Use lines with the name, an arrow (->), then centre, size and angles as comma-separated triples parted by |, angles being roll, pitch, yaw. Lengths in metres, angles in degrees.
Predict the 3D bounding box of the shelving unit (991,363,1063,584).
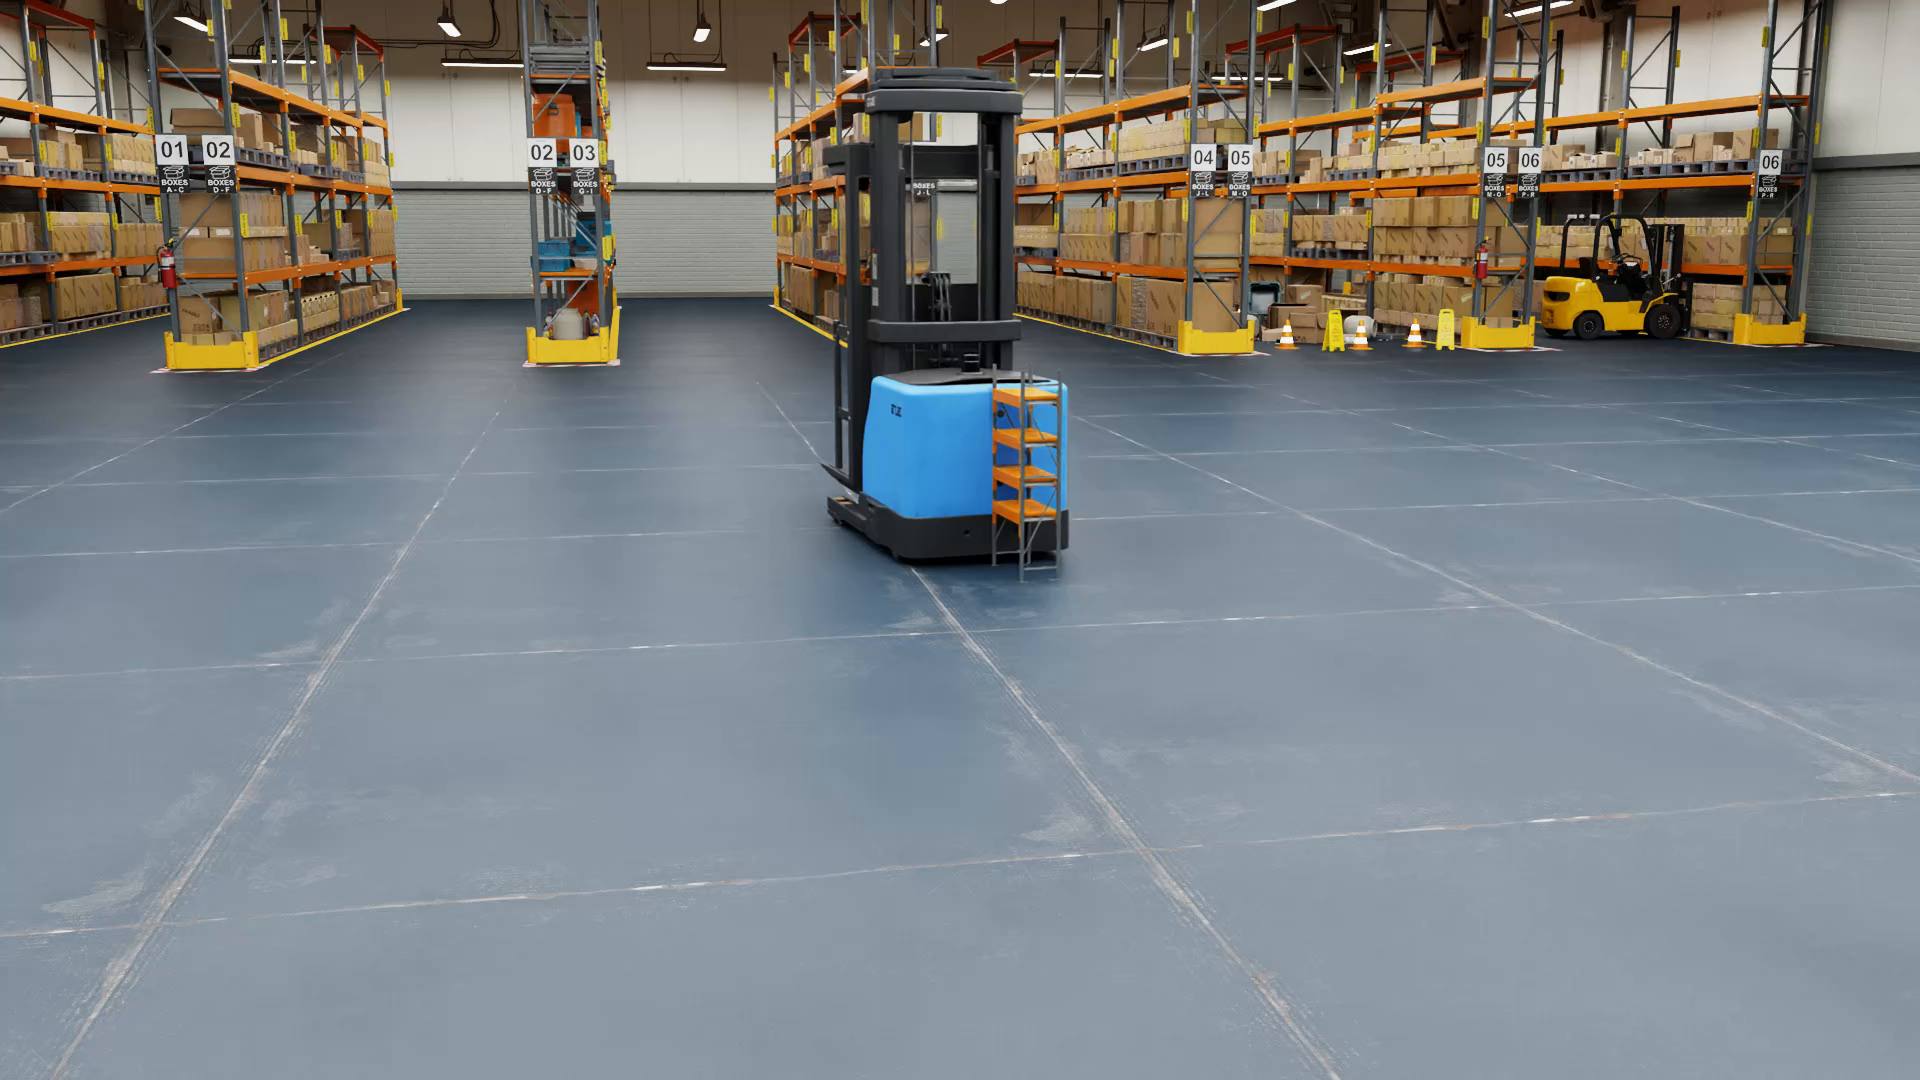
shelving unit -> 0.379, -0.393, 9.551 | 0.258, 1.200, 0.503 | -3, 11, -17

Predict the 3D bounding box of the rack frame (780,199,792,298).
rack frame -> -3.960, -7.216, 40.587 | 0.949, 2.616, 0.053 | -2, 11, -11

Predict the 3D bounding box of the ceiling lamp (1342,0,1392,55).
ceiling lamp -> 9.411, -12.605, 37.243 | 0.800, 3.185, 2.000 | -2, 11, -11

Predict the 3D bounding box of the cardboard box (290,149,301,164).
cardboard box -> -11.659, -6.615, 28.683 | 0.500, 0.250, 0.500 | -3, 11, -16

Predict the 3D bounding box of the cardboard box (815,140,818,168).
cardboard box -> -2.473, -7.328, 31.550 | 0.500, 0.500, 0.500 | -2, 11, -11

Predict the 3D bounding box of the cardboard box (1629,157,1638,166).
cardboard box -> 12.749, -7.069, 31.073 | 0.380, 0.149, 0.250 | -2, 11, -10

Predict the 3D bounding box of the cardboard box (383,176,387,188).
cardboard box -> -13.236, -8.080, 37.502 | 0.500, 0.250, 0.500 | -2, 11, -11

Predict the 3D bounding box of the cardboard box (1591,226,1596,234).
cardboard box -> 12.611, -6.073, 32.576 | 0.380, 0.149, 0.250 | -2, 11, -11

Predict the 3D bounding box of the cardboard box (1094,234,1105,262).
cardboard box -> 2.794, -5.405, 30.803 | 0.500, 0.500, 0.500 | -2, 11, -12

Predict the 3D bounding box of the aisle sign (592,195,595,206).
aisle sign -> -8.548, -8.337, 39.522 | 0.394, 0.787, 0.004 | -2, 11, -11

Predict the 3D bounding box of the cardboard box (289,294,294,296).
cardboard box -> -12.104, -4.224, 29.597 | 0.500, 0.311, 0.500 | -2, 11, -13

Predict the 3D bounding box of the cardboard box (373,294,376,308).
cardboard box -> -12.773, -5.103, 35.499 | 0.500, 0.311, 0.500 | -2, 11, -11

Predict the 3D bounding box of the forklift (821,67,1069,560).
forklift -> -0.272, -1.554, 11.021 | 1.130, 2.935, 3.031 | -3, 11, -17

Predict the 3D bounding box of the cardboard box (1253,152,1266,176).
cardboard box -> 6.686, -8.151, 36.085 | 0.500, 0.500, 0.500 | -2, 11, -10

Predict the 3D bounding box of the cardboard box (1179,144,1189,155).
cardboard box -> 3.636, -6.098, 25.969 | 0.380, 0.149, 0.250 | -2, 11, -11

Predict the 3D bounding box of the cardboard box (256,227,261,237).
cardboard box -> -10.687, -4.606, 24.870 | 0.380, 0.149, 0.250 | -2, 11, -12

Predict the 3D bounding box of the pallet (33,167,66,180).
pallet -> -17.161, -6.705, 30.386 | 1.213, 0.211, 1.003 | -2, 11, -8

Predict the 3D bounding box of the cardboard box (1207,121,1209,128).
cardboard box -> 4.134, -6.653, 26.753 | 0.380, 0.149, 0.250 | -2, 11, -10

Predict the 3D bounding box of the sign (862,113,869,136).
sign -> -1.400, -6.173, 24.719 | 0.100, 0.325, 0.005 | -2, 11, -11

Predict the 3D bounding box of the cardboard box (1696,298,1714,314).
cardboard box -> 13.249, -4.094, 29.080 | 0.500, 0.250, 0.500 | -2, 11, -12

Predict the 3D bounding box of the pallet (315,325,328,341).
pallet -> -11.770, -3.644, 29.275 | 1.003, 0.211, 1.213 | -2, 11, -11

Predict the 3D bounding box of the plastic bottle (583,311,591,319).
plastic bottle -> -6.221, -3.637, 27.690 | 0.144, 0.351, 0.185 | -2, 11, -11

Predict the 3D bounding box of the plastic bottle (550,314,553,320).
plastic bottle -> -6.618, -3.474, 26.835 | 0.144, 0.351, 0.185 | -2, 11, -11

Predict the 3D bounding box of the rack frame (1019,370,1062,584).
rack frame -> 0.453, -0.349, 9.323 | 0.240, 1.200, 0.015 | -3, 11, -17

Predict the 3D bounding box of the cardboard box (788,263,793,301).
cardboard box -> -3.583, -6.097, 39.268 | 0.875, 0.875, 0.875 | -2, 11, -11

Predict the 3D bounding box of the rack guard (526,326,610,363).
rack guard -> -5.771, -2.886, 24.520 | 1.175, 0.500, 0.348 | -2, 11, -11

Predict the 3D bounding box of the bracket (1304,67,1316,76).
bracket -> 10.095, -13.498, 47.921 | 0.235, 0.232, 0.430 | -2, 11, -11

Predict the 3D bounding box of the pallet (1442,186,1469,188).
pallet -> 11.666, -8.093, 37.674 | 1.213, 0.211, 1.003 | -2, 11, -11

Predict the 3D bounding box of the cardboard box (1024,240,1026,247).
cardboard box -> 1.584, -6.399, 35.842 | 0.380, 0.149, 0.250 | -2, 11, -12

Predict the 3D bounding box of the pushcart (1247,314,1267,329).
pushcart -> 5.865, -3.995, 30.678 | 1.648, 0.377, 0.936 | -6, 13, -31

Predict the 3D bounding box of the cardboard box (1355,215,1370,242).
cardboard box -> 7.776, -5.853, 31.242 | 0.500, 0.500, 0.500 | -2, 11, -12

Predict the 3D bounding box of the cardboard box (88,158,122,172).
cardboard box -> -17.637, -7.734, 34.294 | 0.500, 0.250, 0.500 | -2, 11, -11

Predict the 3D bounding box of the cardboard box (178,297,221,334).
cardboard box -> -10.965, -3.233, 23.887 | 0.500, 0.500, 0.500 | -2, 11, -11

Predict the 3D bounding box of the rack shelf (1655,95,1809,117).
rack shelf -> 13.349, -7.683, 29.467 | 0.919, 0.124, 3.809 | -2, 11, -11

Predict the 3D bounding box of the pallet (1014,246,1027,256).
pallet -> 1.706, -6.405, 36.836 | 1.003, 0.211, 1.213 | -2, 11, -11

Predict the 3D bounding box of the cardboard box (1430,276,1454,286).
cardboard box -> 8.275, -4.433, 28.455 | 0.380, 0.149, 0.250 | -2, 11, -10

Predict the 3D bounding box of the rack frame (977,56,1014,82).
rack frame -> 0.922, -10.325, 40.876 | 1.000, 3.000, 0.127 | -2, 11, -11

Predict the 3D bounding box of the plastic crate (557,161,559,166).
plastic crate -> -6.376, -5.906, 25.724 | 0.392, 0.384, 0.575 | -2, 11, -11

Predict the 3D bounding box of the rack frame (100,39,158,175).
rack frame -> -18.540, -9.623, 37.186 | 1.000, 3.000, 0.127 | -2, 11, -11

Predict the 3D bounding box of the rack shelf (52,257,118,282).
rack shelf -> -17.373, -5.222, 32.033 | 1.077, 0.370, 4.000 | -2, 11, -11

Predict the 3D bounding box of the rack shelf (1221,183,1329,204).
rack shelf -> 6.924, -7.596, 36.485 | 1.077, 0.370, 4.000 | -2, 11, -11

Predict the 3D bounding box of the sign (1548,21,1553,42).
sign -> 9.402, -8.106, 26.510 | 0.100, 0.325, 0.005 | -2, 11, -11

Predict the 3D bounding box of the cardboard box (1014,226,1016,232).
cardboard box -> 1.385, -6.879, 36.776 | 0.380, 0.149, 0.250 | -2, 11, -9

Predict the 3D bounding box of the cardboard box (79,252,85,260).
cardboard box -> -17.174, -5.493, 32.152 | 0.380, 0.149, 0.250 | -2, 11, -9

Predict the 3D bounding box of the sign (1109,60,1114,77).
sign -> 3.021, -9.415, 33.174 | 0.100, 0.325, 0.005 | -2, 11, -11

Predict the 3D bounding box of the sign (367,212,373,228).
sign -> -12.360, -6.712, 34.844 | 0.100, 0.325, 0.005 | -2, 11, -11

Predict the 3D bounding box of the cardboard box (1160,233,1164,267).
cardboard box -> 3.803, -4.791, 27.443 | 0.875, 0.550, 0.550 | -2, 11, -11

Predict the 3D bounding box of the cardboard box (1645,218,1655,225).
cardboard box -> 12.878, -5.859, 30.660 | 0.380, 0.149, 0.250 | -2, 11, -10

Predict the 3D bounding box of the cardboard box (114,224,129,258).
cardboard box -> -17.851, -6.189, 34.391 | 0.980, 0.700, 0.700 | -2, 11, -10

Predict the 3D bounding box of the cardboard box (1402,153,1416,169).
cardboard box -> 8.102, -6.644, 29.166 | 0.500, 0.250, 0.500 | -2, 11, -10

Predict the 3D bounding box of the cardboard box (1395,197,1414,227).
cardboard box -> 8.113, -5.786, 29.335 | 0.700, 0.500, 0.500 | -2, 11, -12
